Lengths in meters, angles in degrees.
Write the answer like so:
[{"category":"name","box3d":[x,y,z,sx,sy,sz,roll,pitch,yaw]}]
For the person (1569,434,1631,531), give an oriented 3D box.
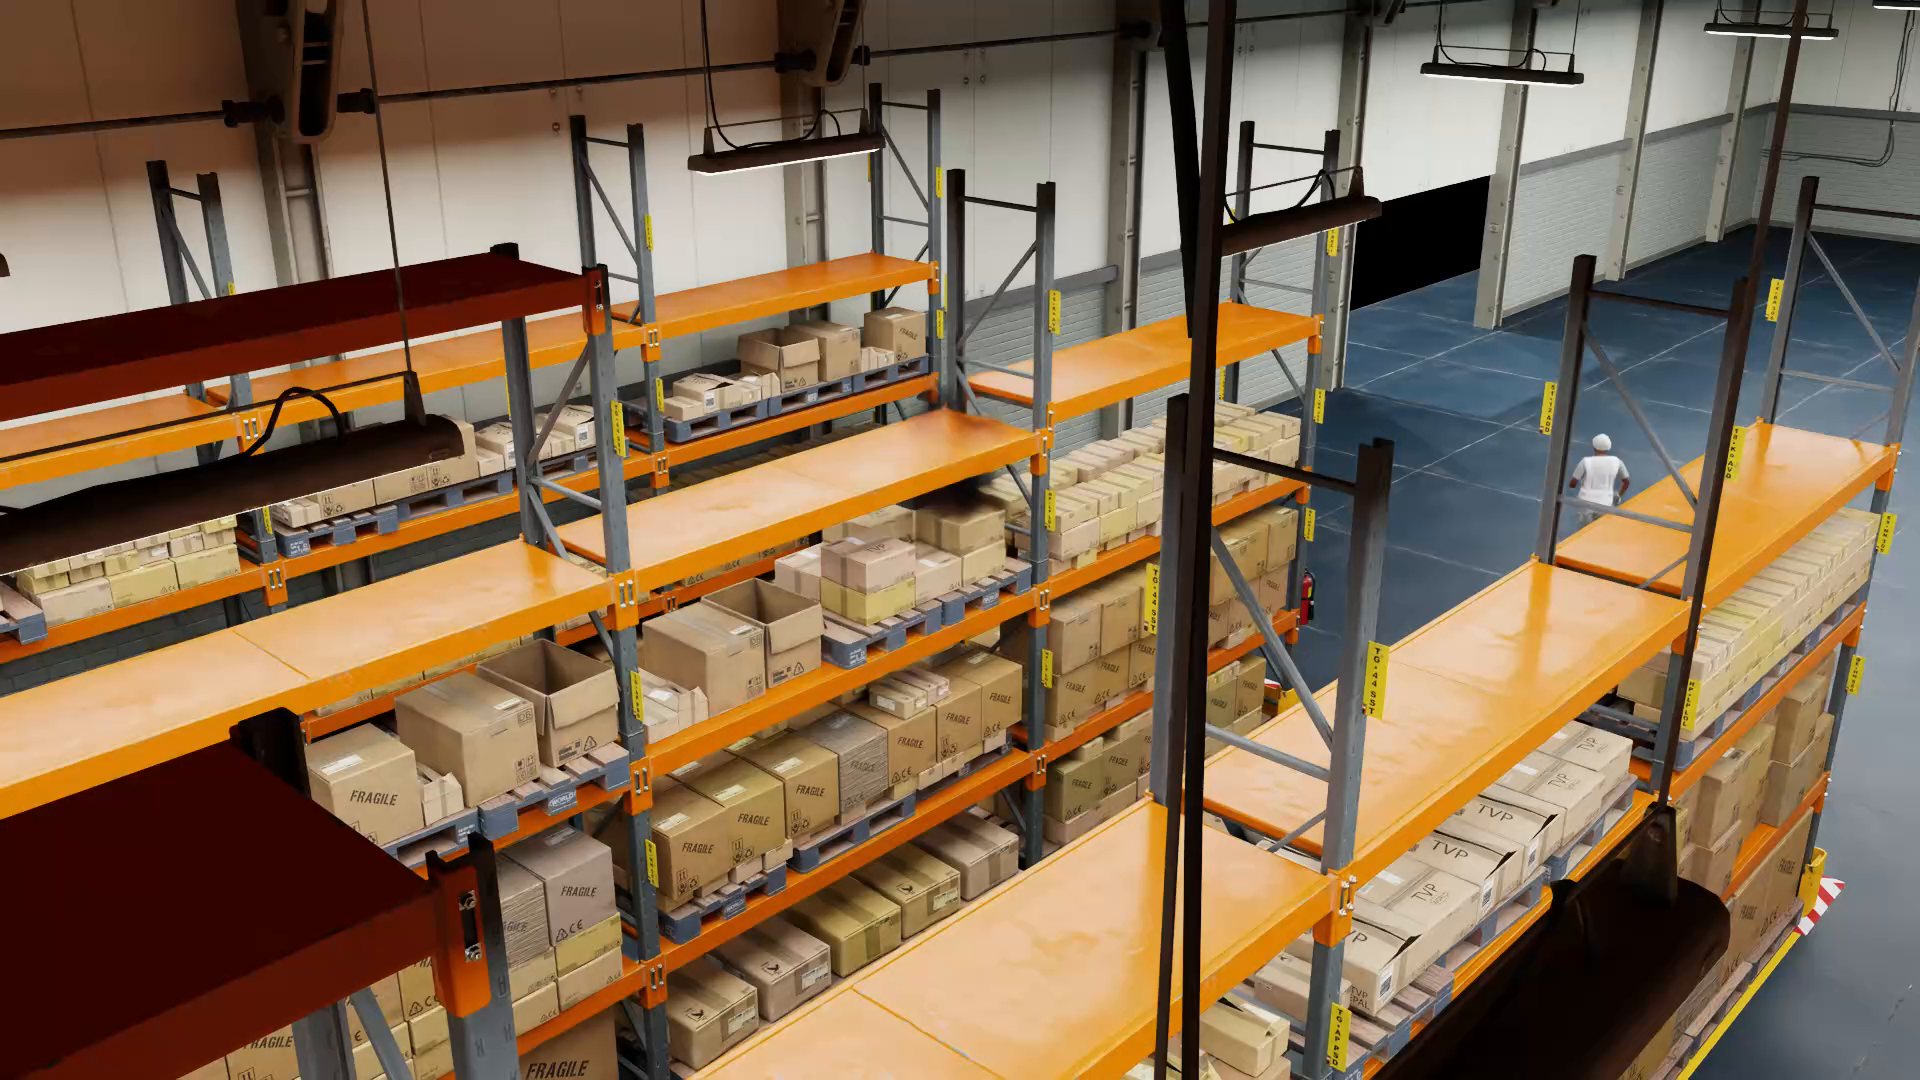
[{"category":"person","box3d":[7.949,-0.500,20.889,0.690,1.744,0.581,-1,21,-2]}]
